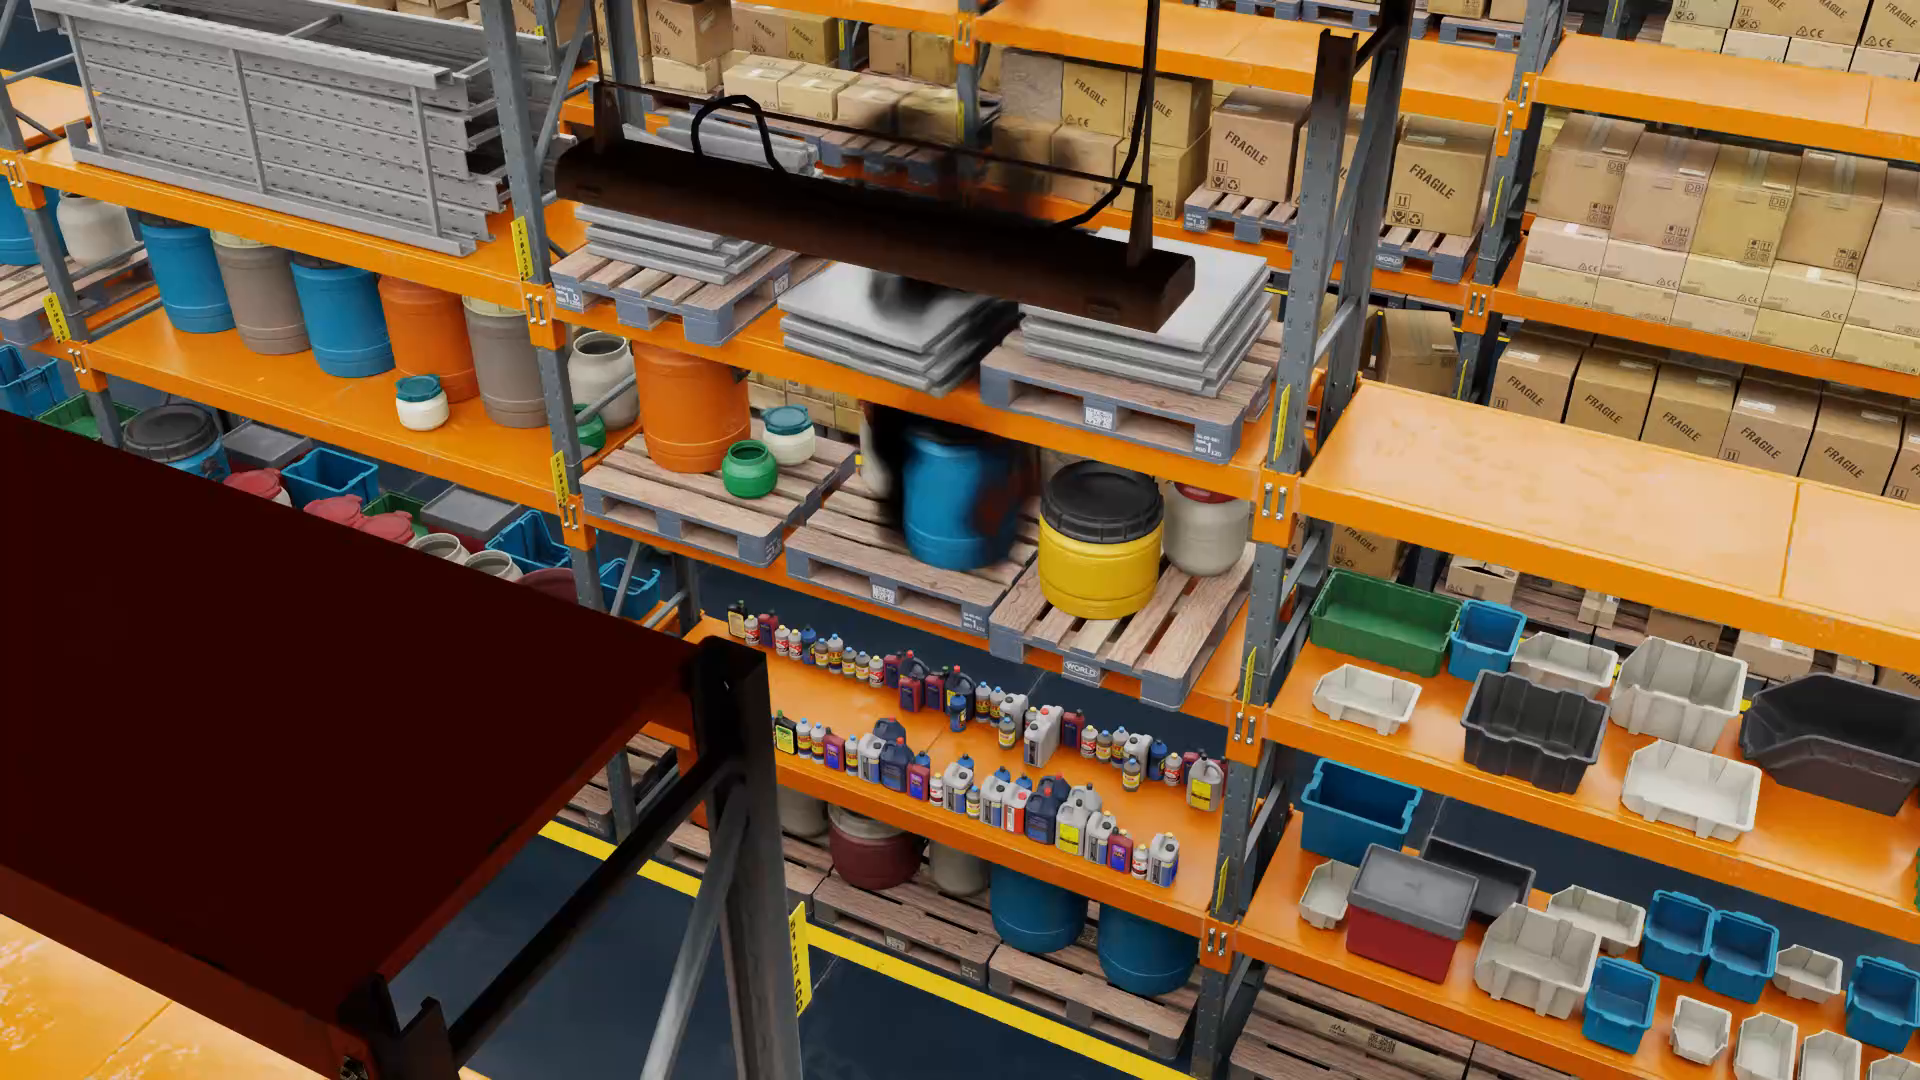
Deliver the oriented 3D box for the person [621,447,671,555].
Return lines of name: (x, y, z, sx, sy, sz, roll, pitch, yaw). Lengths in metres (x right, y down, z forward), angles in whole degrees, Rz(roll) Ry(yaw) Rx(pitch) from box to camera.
person: (-2.573, -0.599, 13.197, 0.666, 1.776, 0.682, 13, 37, 18)

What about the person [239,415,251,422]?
person: (-5.680, -0.925, 13.793, 0.723, 1.675, 0.598, 24, 41, 30)
